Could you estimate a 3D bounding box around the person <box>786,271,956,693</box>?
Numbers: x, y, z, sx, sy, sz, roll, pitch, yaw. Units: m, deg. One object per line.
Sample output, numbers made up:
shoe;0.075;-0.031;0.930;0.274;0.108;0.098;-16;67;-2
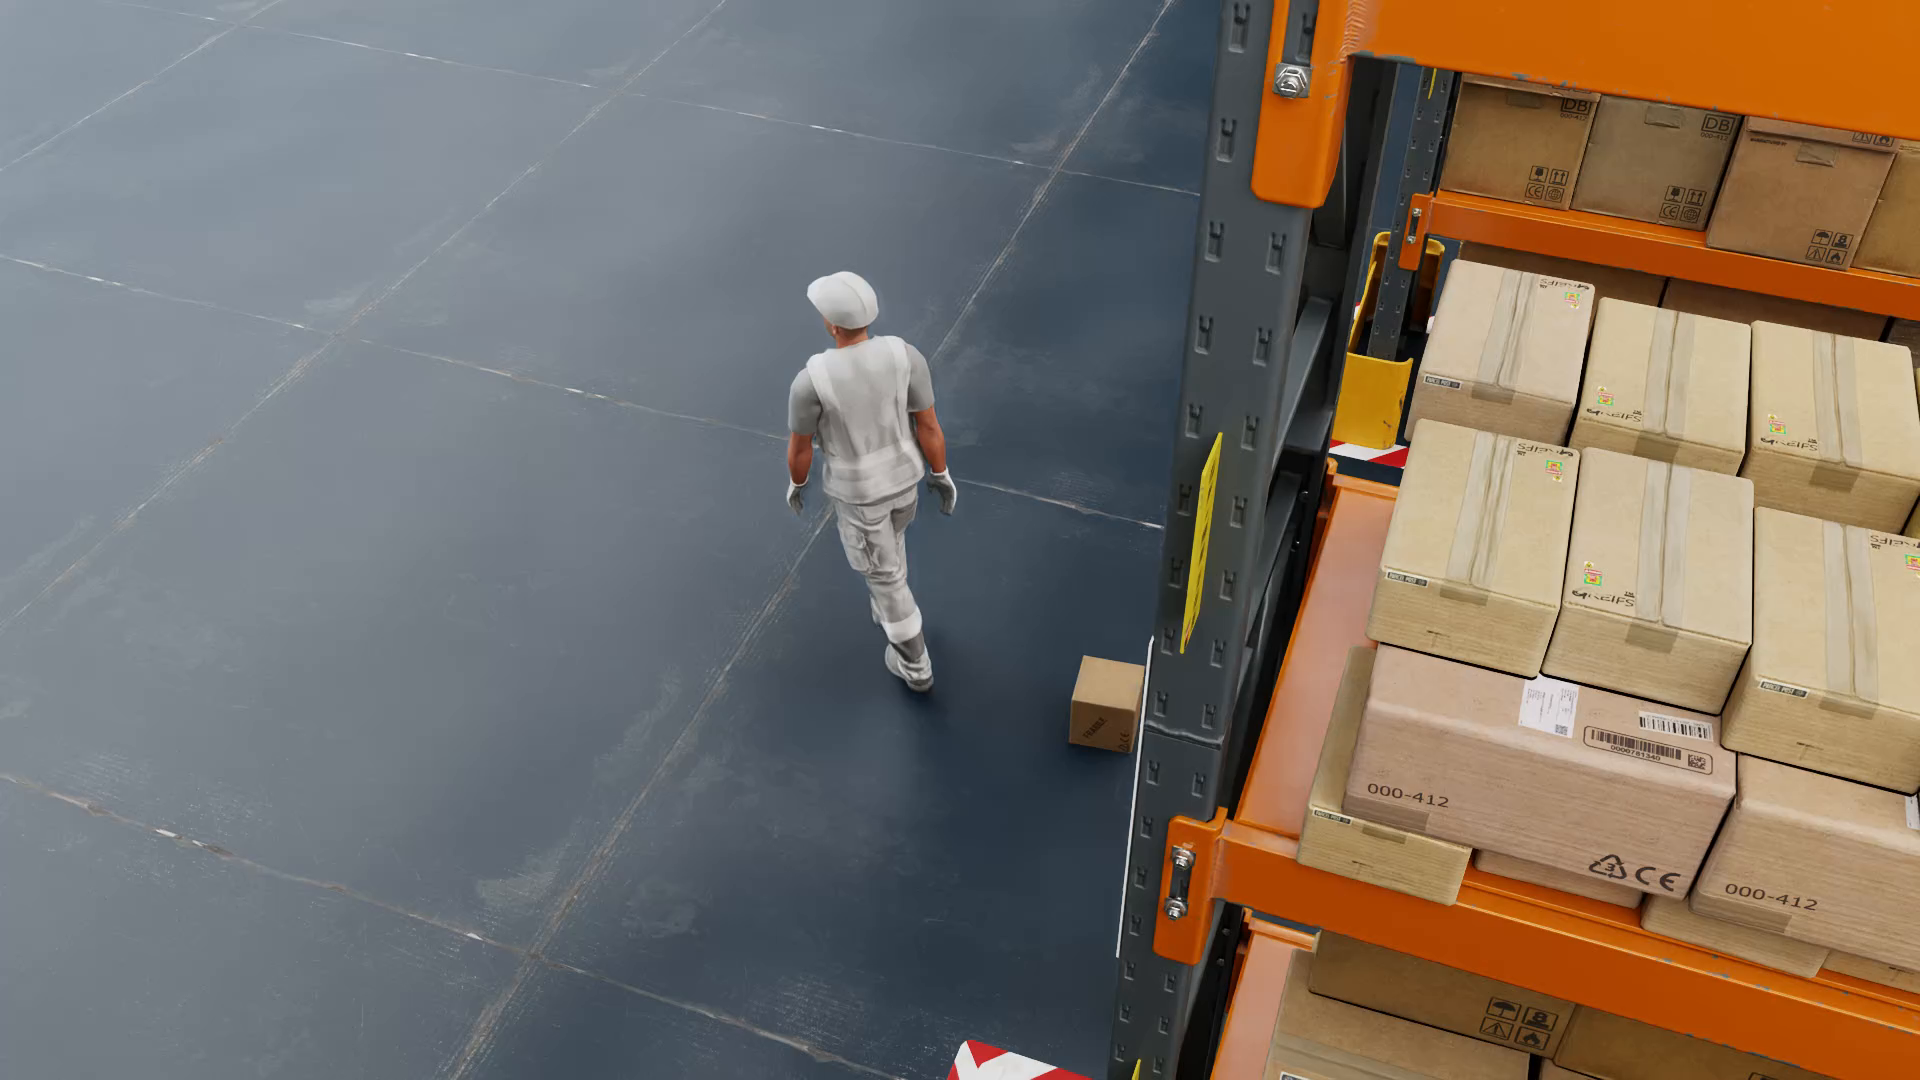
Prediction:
person;-0.344;-0.192;6.371;0.571;1.821;0.701;-22;46;-23
